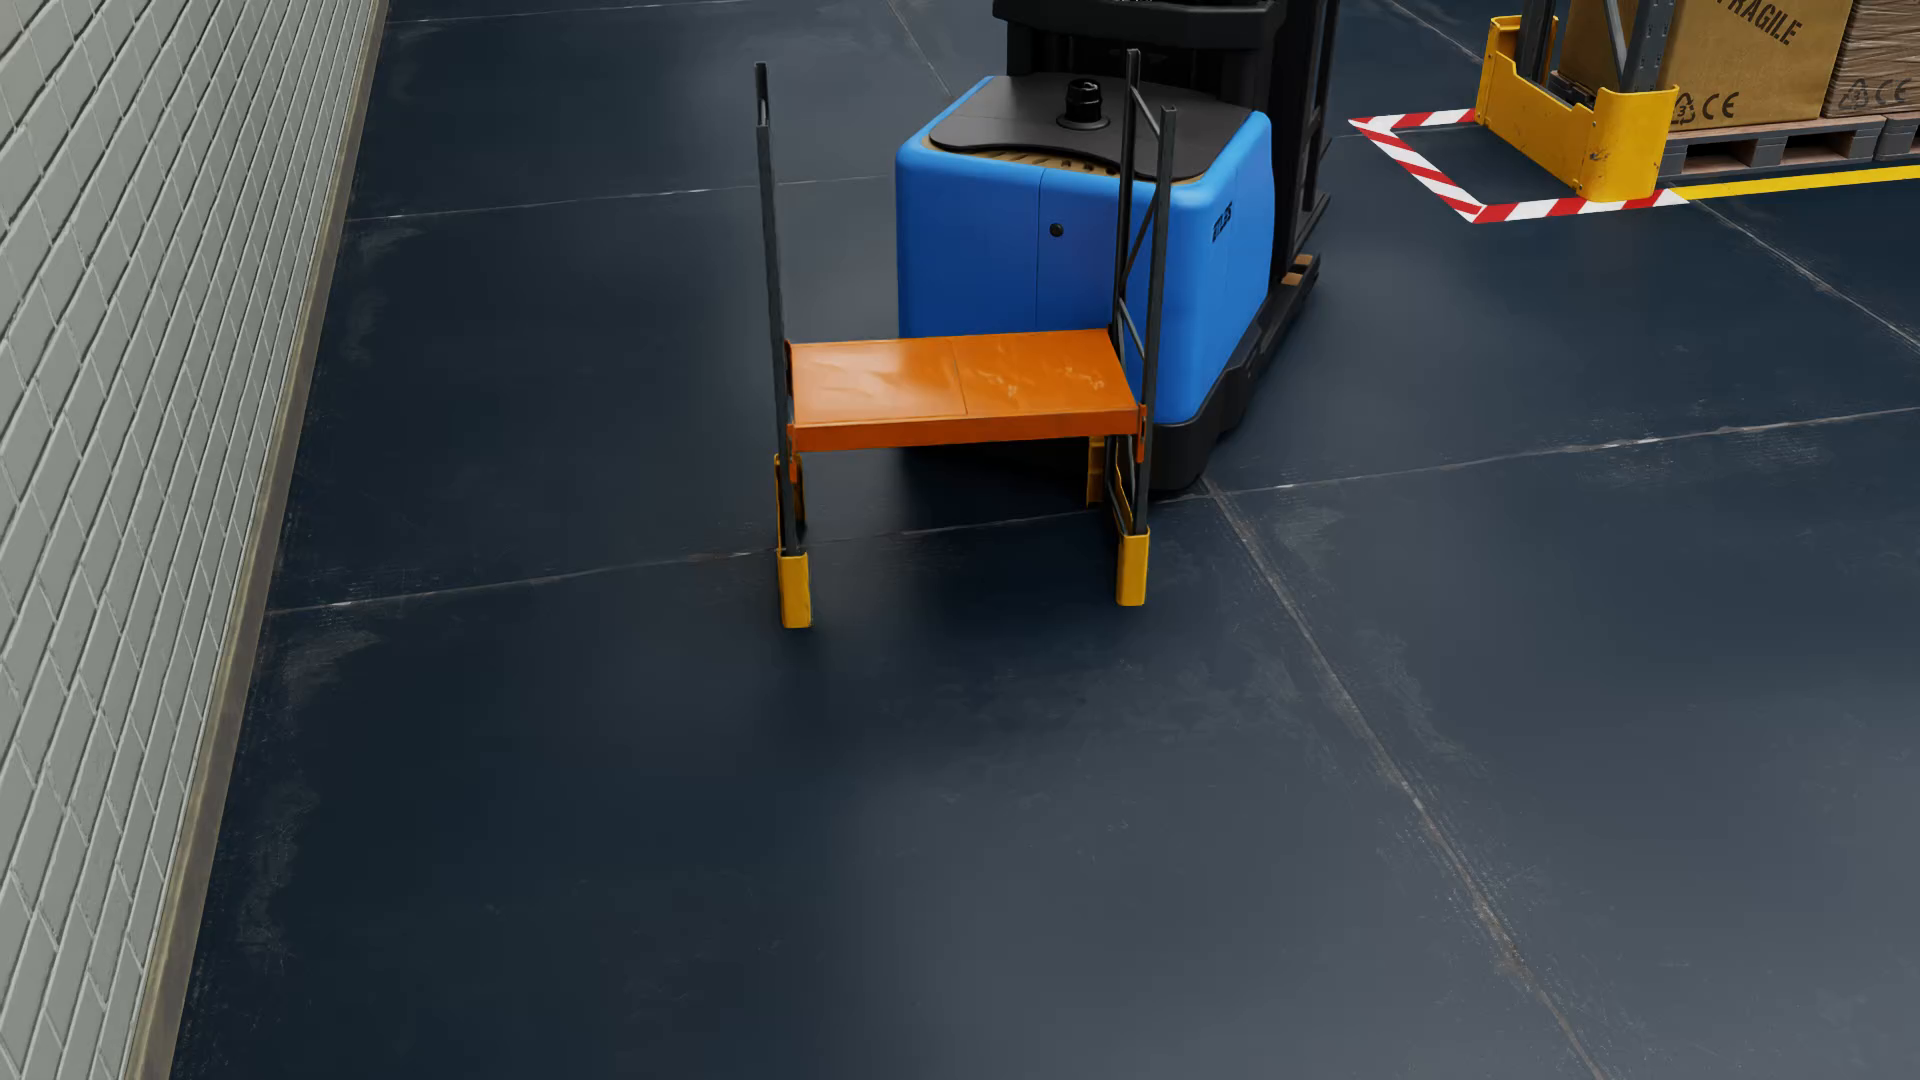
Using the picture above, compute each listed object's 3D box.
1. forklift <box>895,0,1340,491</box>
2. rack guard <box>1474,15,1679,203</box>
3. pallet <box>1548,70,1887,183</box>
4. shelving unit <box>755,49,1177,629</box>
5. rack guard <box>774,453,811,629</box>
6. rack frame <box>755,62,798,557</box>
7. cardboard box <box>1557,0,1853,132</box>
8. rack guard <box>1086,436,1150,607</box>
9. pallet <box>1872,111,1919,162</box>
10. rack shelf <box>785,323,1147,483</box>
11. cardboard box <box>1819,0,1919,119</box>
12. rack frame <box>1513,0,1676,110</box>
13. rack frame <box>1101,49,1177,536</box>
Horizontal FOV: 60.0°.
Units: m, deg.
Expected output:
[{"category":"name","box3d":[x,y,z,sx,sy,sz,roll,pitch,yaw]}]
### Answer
[{"category":"forklift","box3d":[0.812,-2.188,5.881,1.130,2.935,3.031,13,36,18]},{"category":"rack guard","box3d":[2.886,-2.064,7.878,0.348,0.500,1.175,-7,35,-11]},{"category":"pallet","box3d":[3.672,-2.088,8.172,1.213,0.211,1.003,-7,35,-11]},{"category":"shelving unit","box3d":[-0.014,-0.557,4.733,1.083,1.500,0.587,-3,34,-5]},{"category":"rack guard","box3d":[-0.509,-0.007,5.037,0.087,0.250,0.587,-3,34,-5]},{"category":"rack frame","box3d":[-0.510,-0.526,4.688,0.032,1.500,0.500,-3,34,-5]},{"category":"cardboard box","box3d":[3.516,-2.520,7.843,0.875,0.875,0.875,-7,35,-11]},{"category":"rack guard","box3d":[0.482,-0.068,5.127,0.087,0.250,0.587,-3,34,-5]},{"category":"pallet","box3d":[4.860,-2.236,8.393,1.213,0.211,1.003,-7,35,-11]},{"category":"rack shelf","box3d":[-0.005,-0.408,4.835,1.000,0.185,0.538,-3,34,-5]},{"category":"cardboard box","box3d":[4.404,-2.631,8.009,0.875,0.875,0.875,-7,35,-11]},{"category":"rack frame","box3d":[2.909,-3.105,7.185,0.127,3.000,1.000,-7,35,-11]},{"category":"rack frame","box3d":[0.501,-0.588,4.780,0.032,1.500,0.500,-3,34,-5]}]
